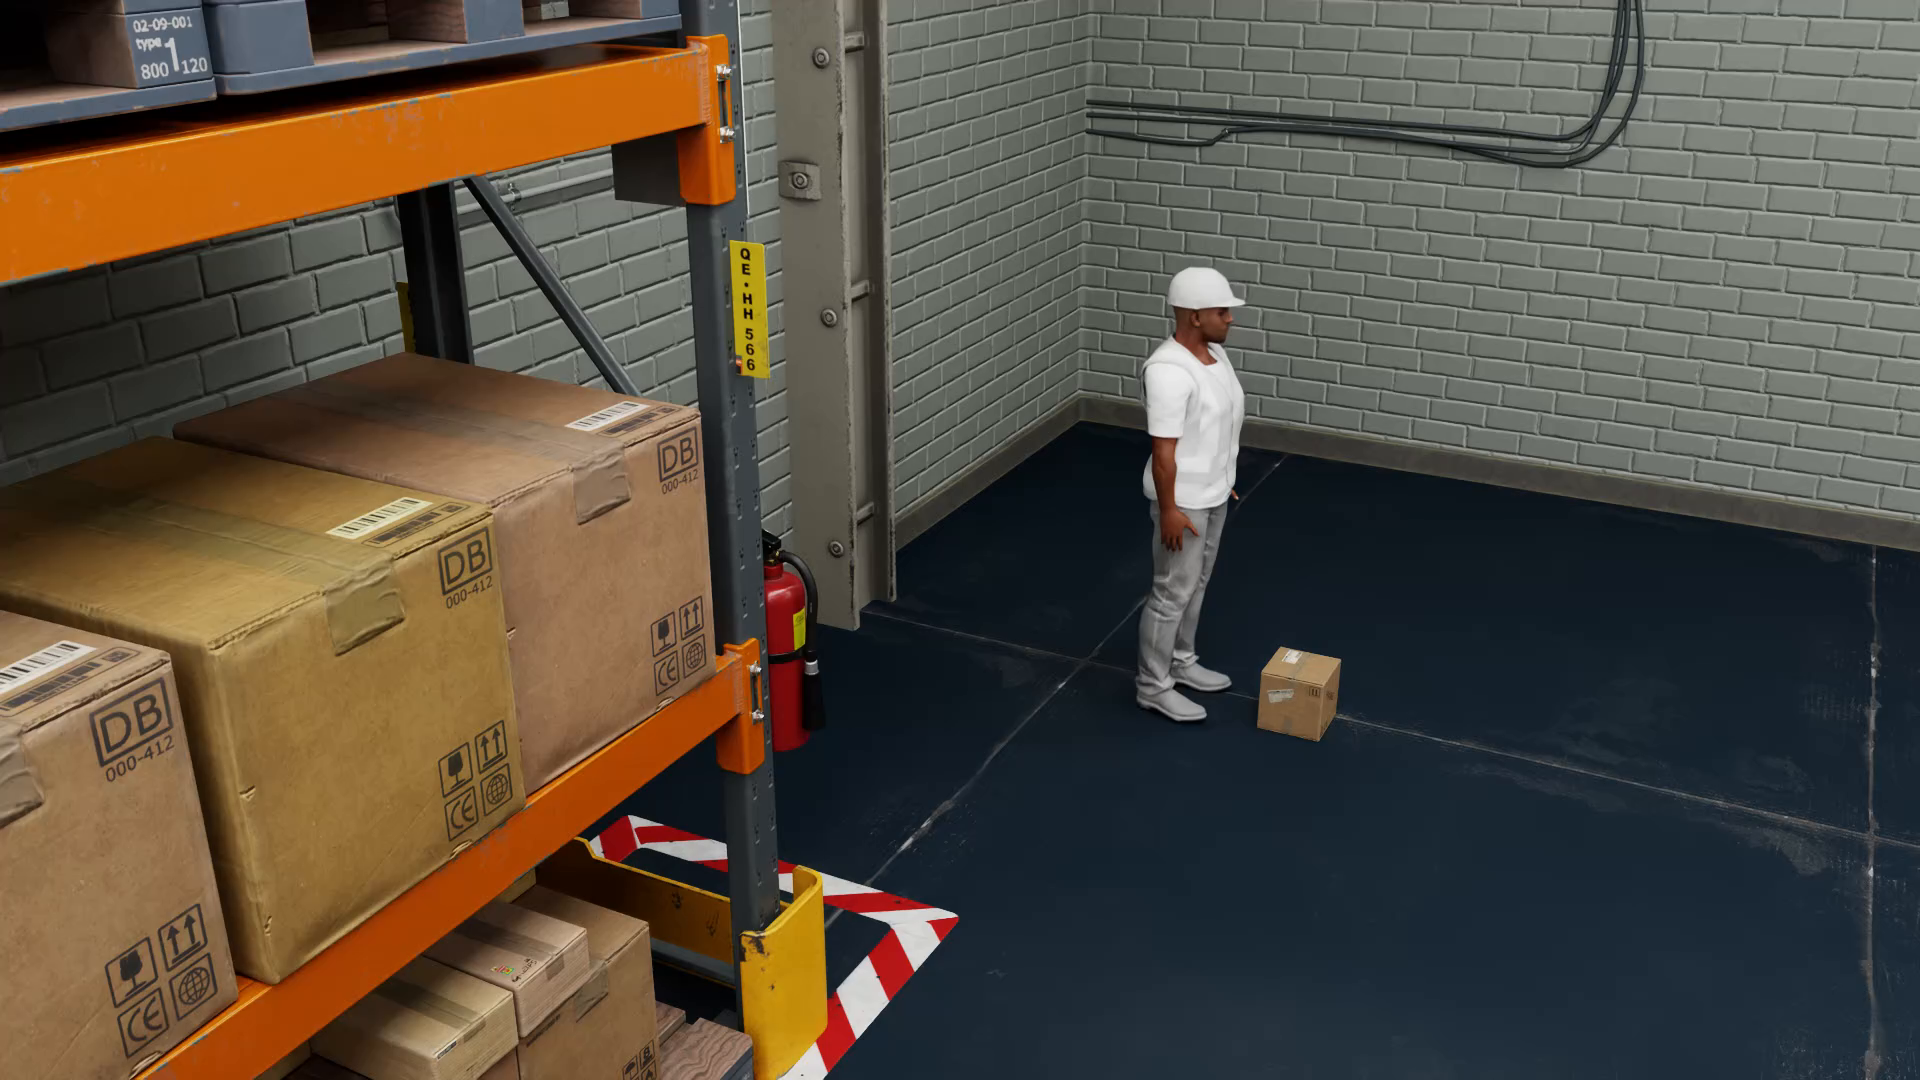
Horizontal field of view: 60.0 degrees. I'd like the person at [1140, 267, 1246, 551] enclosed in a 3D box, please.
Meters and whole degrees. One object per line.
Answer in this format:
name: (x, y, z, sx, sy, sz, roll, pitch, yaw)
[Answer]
person: (0.899, -0.513, 6.367, 0.338, 1.066, 0.572, 12, 25, 26)
